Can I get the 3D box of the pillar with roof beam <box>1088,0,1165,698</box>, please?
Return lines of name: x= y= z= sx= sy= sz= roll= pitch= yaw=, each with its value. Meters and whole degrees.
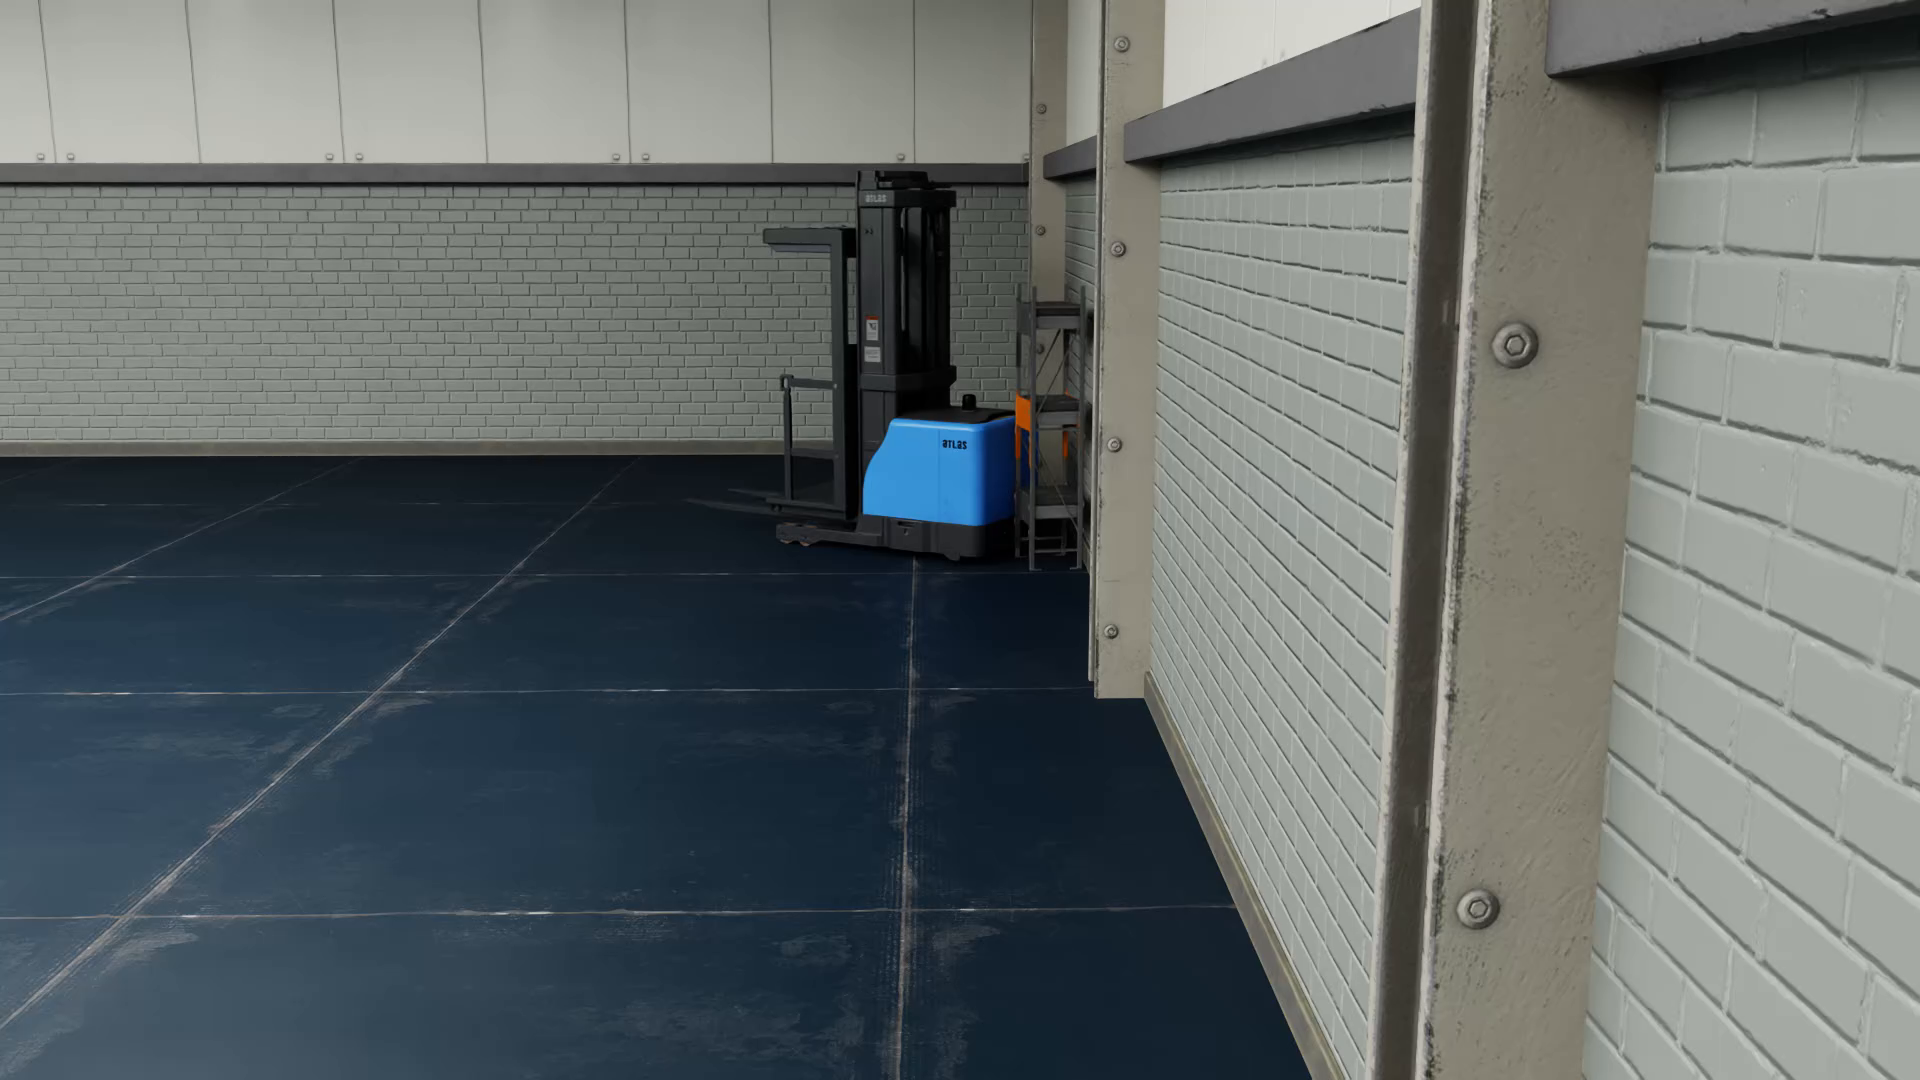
pillar with roof beam: x=-3.403 y=-3.554 z=8.446 sx=9.100 sy=9.000 sz=0.400 roll=0 pitch=11 yaw=-1

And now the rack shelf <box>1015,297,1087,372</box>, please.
rack shelf: x=0.669 y=-1.529 z=12.354 sx=0.431 sy=0.518 sz=0.480 roll=-2 pitch=11 yaw=-11

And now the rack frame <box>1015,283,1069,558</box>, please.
rack frame: x=0.624 y=-0.901 z=12.720 sx=0.400 sy=2.100 sz=0.015 roll=-2 pitch=11 yaw=-11

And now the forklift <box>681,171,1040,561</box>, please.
forklift: x=-0.894 y=-1.468 z=13.426 sx=3.031 sy=2.935 sz=1.130 roll=7 pitch=13 yaw=29

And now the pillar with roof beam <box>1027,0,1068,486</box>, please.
pillar with roof beam: x=-3.527 y=-4.747 z=14.325 sx=9.100 sy=9.000 sz=0.400 roll=0 pitch=11 yaw=-1

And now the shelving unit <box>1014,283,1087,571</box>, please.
shelving unit: x=0.670 y=-0.856 z=12.485 sx=0.431 sy=2.100 sz=0.503 roll=-2 pitch=11 yaw=-11

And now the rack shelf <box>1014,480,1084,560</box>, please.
rack shelf: x=0.671 y=-0.155 z=12.622 sx=0.431 sy=0.518 sz=0.480 roll=-2 pitch=11 yaw=-11

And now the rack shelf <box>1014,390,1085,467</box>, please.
rack shelf: x=0.670 y=-0.842 z=12.488 sx=0.431 sy=0.518 sz=0.480 roll=-2 pitch=11 yaw=-11

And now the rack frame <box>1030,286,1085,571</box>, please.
rack frame: x=0.715 y=-0.810 z=12.250 sx=0.400 sy=2.100 sz=0.015 roll=-2 pitch=11 yaw=-11
